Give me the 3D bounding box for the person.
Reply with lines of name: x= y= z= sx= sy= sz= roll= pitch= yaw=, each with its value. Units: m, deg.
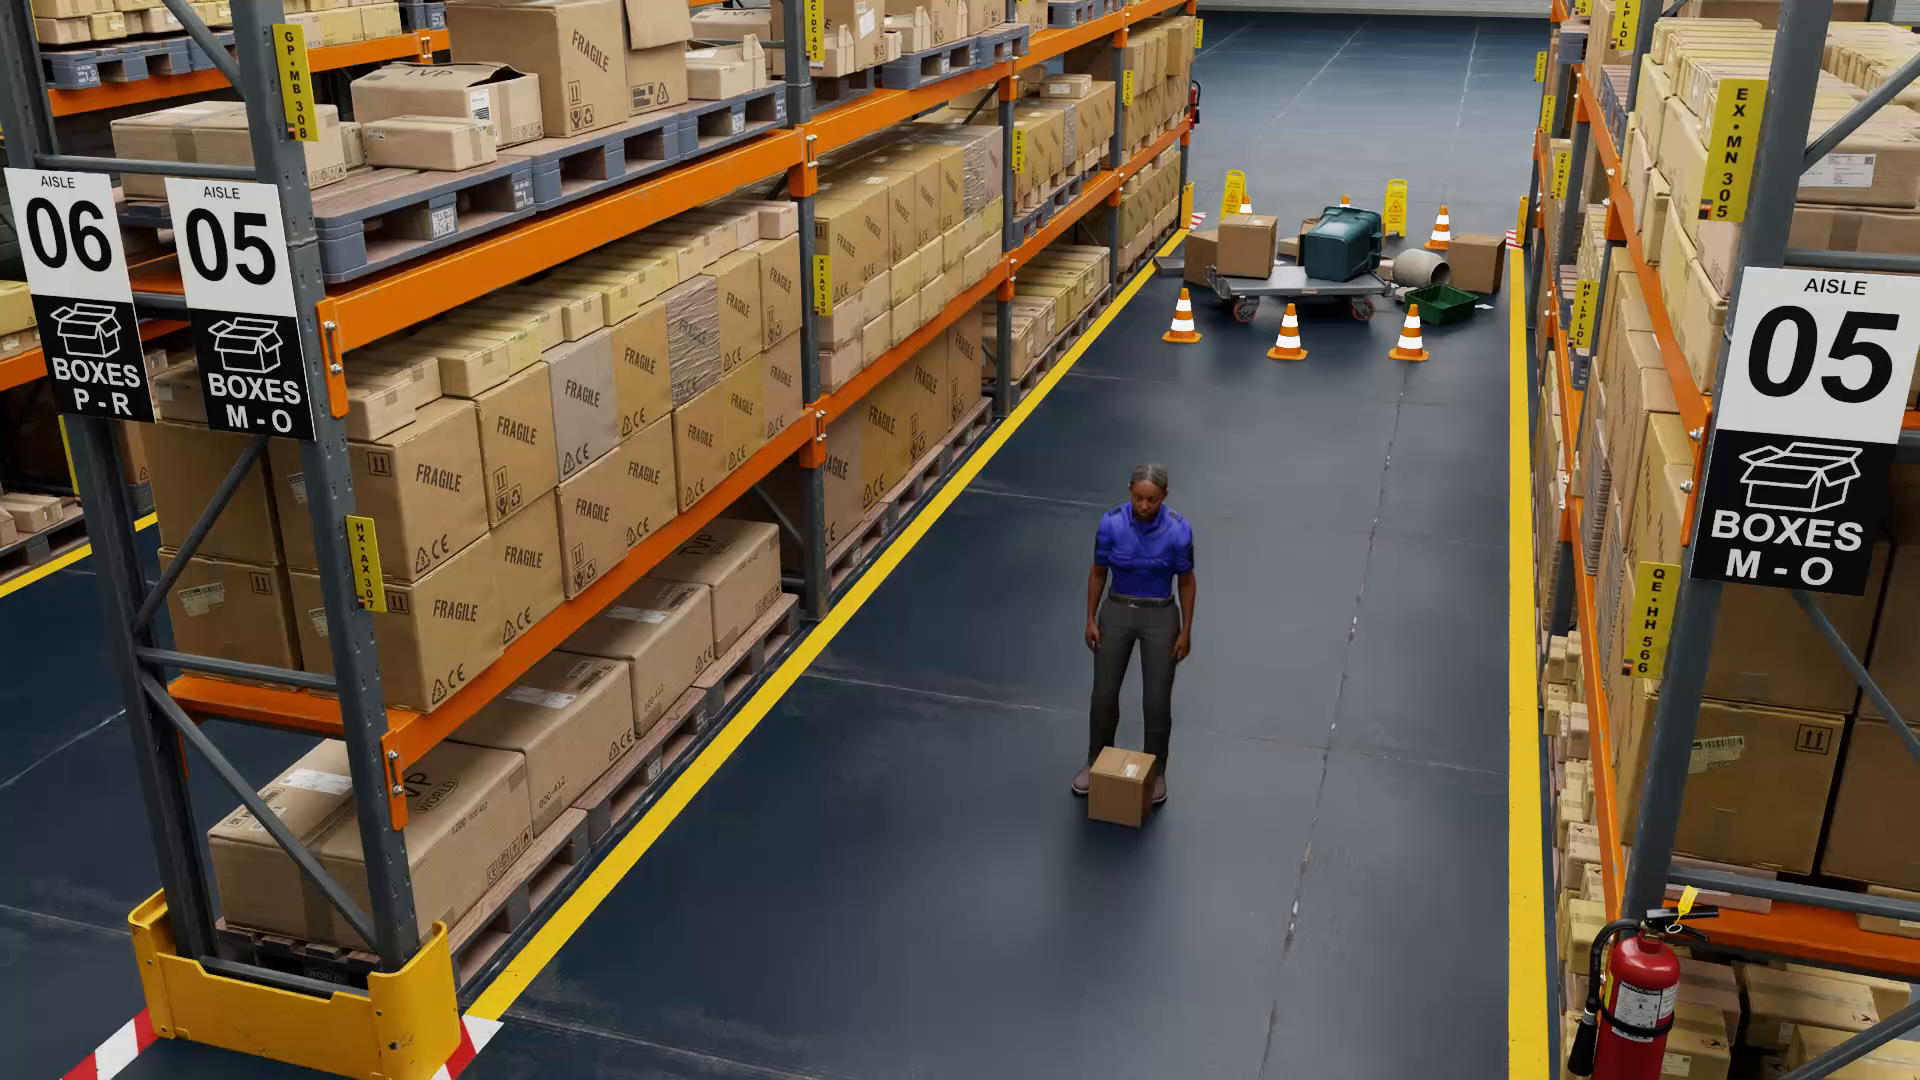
person: x=0.806 y=0.401 z=7.611 sx=0.518 sy=1.653 sz=0.351 roll=5 pitch=23 yaw=13
